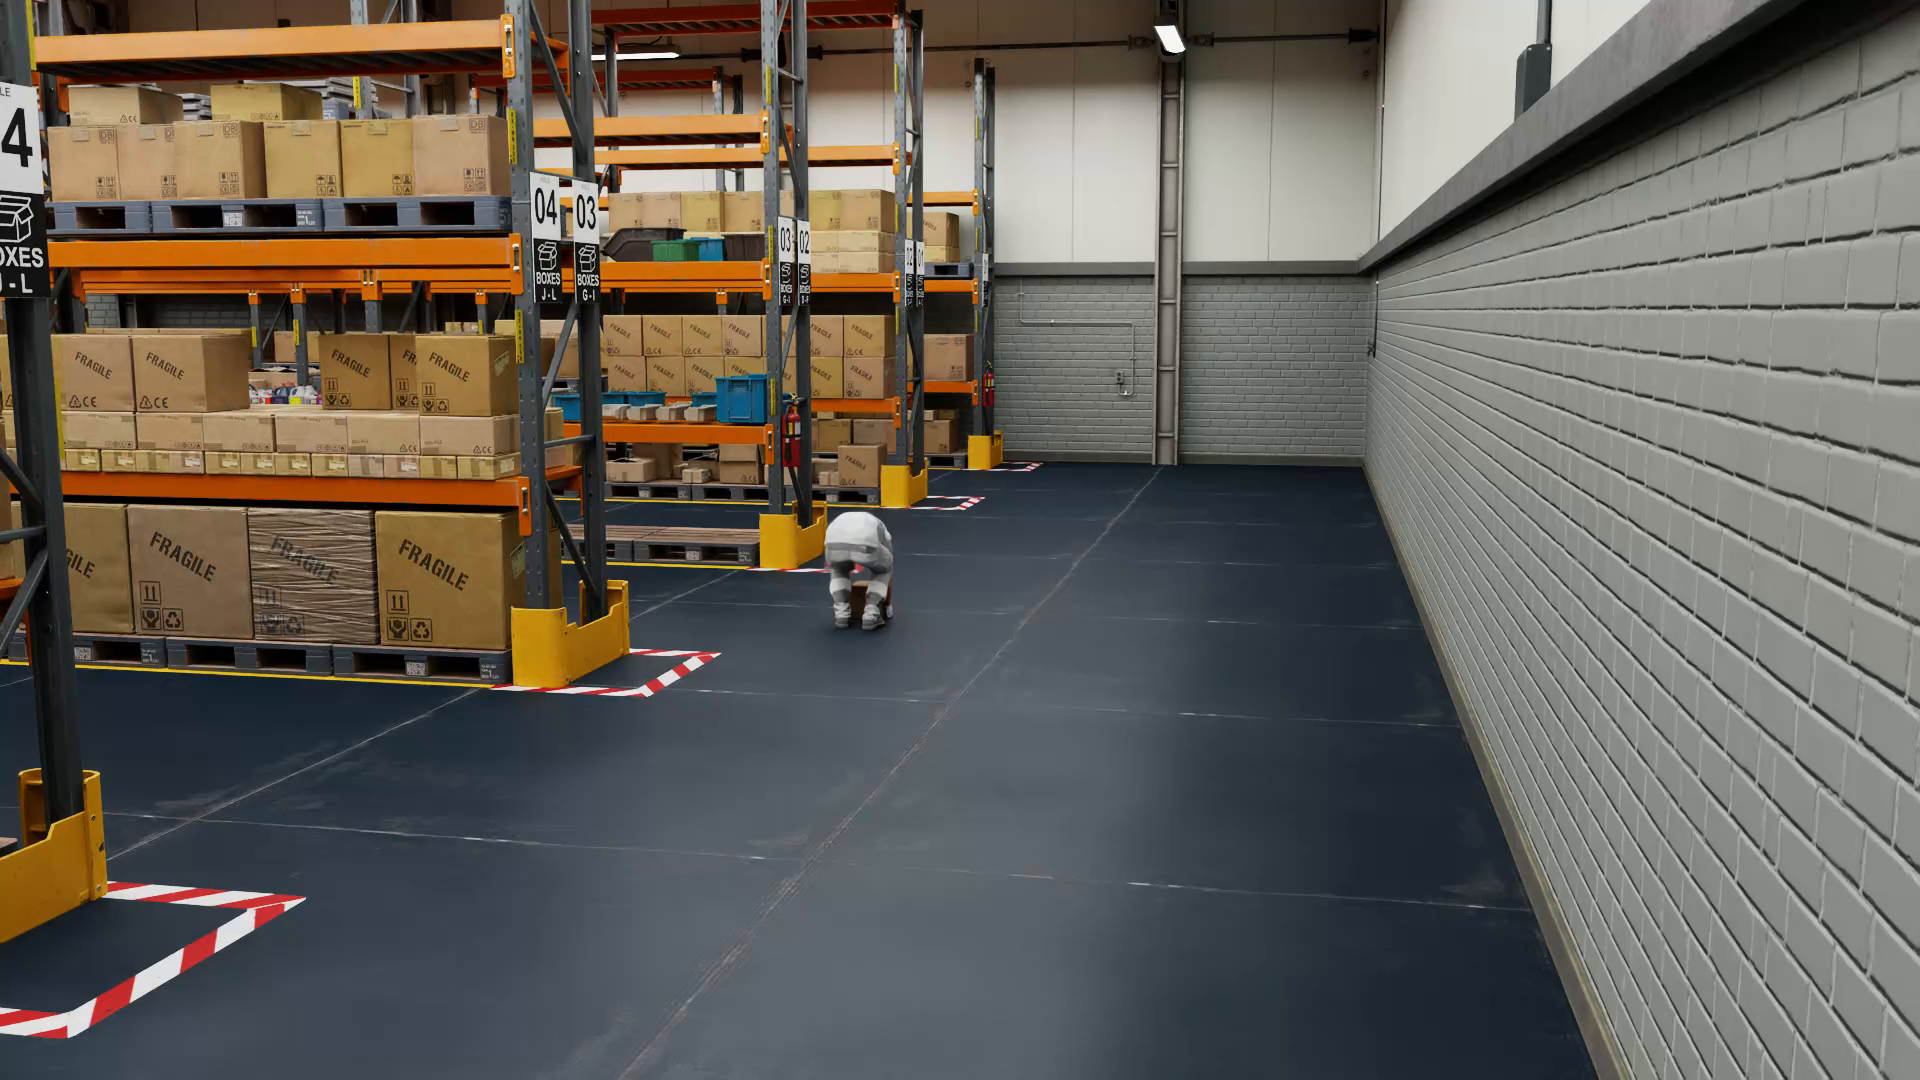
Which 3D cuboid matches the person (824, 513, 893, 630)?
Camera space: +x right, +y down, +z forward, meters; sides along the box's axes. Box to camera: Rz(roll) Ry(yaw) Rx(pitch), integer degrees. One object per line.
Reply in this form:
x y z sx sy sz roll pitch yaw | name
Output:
-0.753 0.211 12.616 0.526 0.894 0.961 1 8 9 | person
